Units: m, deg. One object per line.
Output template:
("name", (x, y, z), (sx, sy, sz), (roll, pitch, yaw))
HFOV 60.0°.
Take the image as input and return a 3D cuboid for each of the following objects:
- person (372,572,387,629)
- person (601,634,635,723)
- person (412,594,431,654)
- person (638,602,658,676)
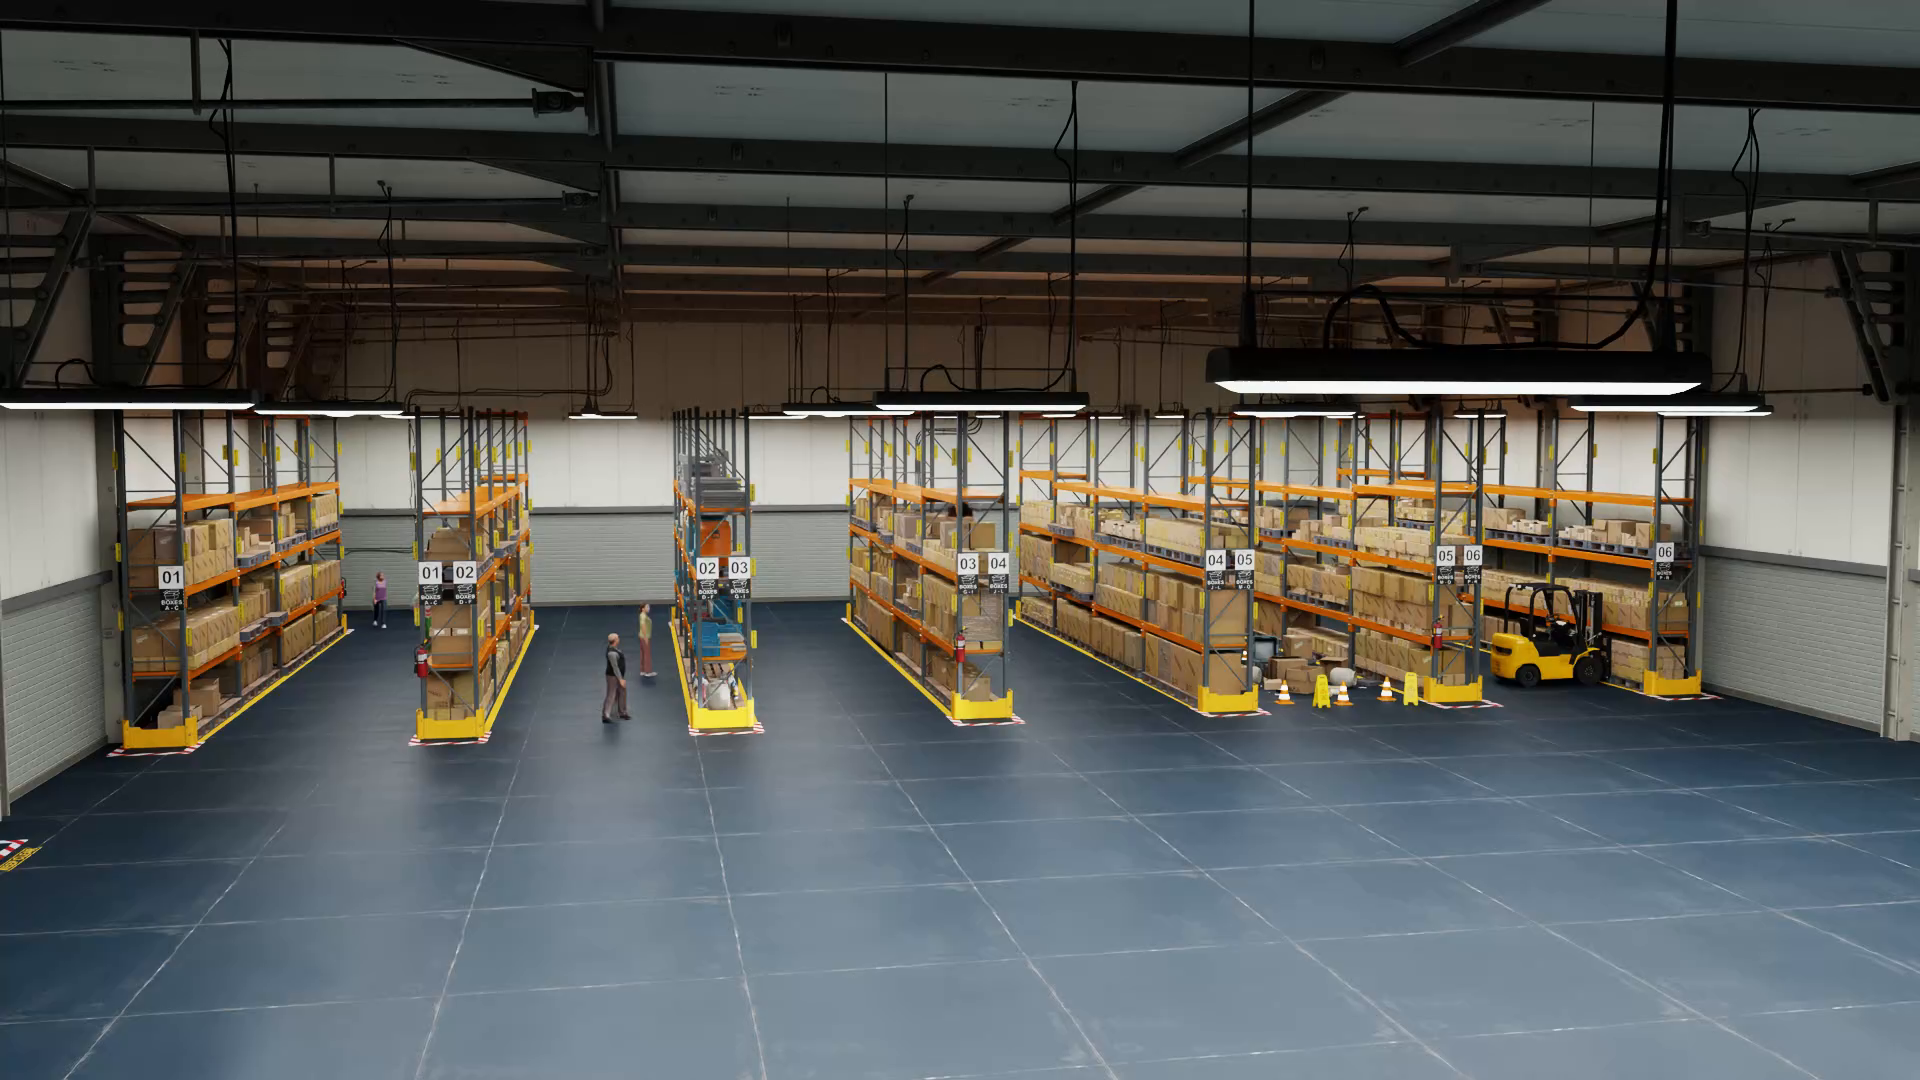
("person", (-16.099, 1.658, 46.117), (0.394, 1.545, 0.932), (-2, 4, -24))
("person", (-6.537, 2.634, 31.669), (0.544, 1.742, 0.675), (0, 4, 0))
("person", (-13.213, 1.921, 40.947), (0.503, 1.749, 0.994), (-1, 4, -11))
("person", (-7.019, 2.219, 37.370), (0.421, 1.671, 0.506), (-1, 4, -17))
